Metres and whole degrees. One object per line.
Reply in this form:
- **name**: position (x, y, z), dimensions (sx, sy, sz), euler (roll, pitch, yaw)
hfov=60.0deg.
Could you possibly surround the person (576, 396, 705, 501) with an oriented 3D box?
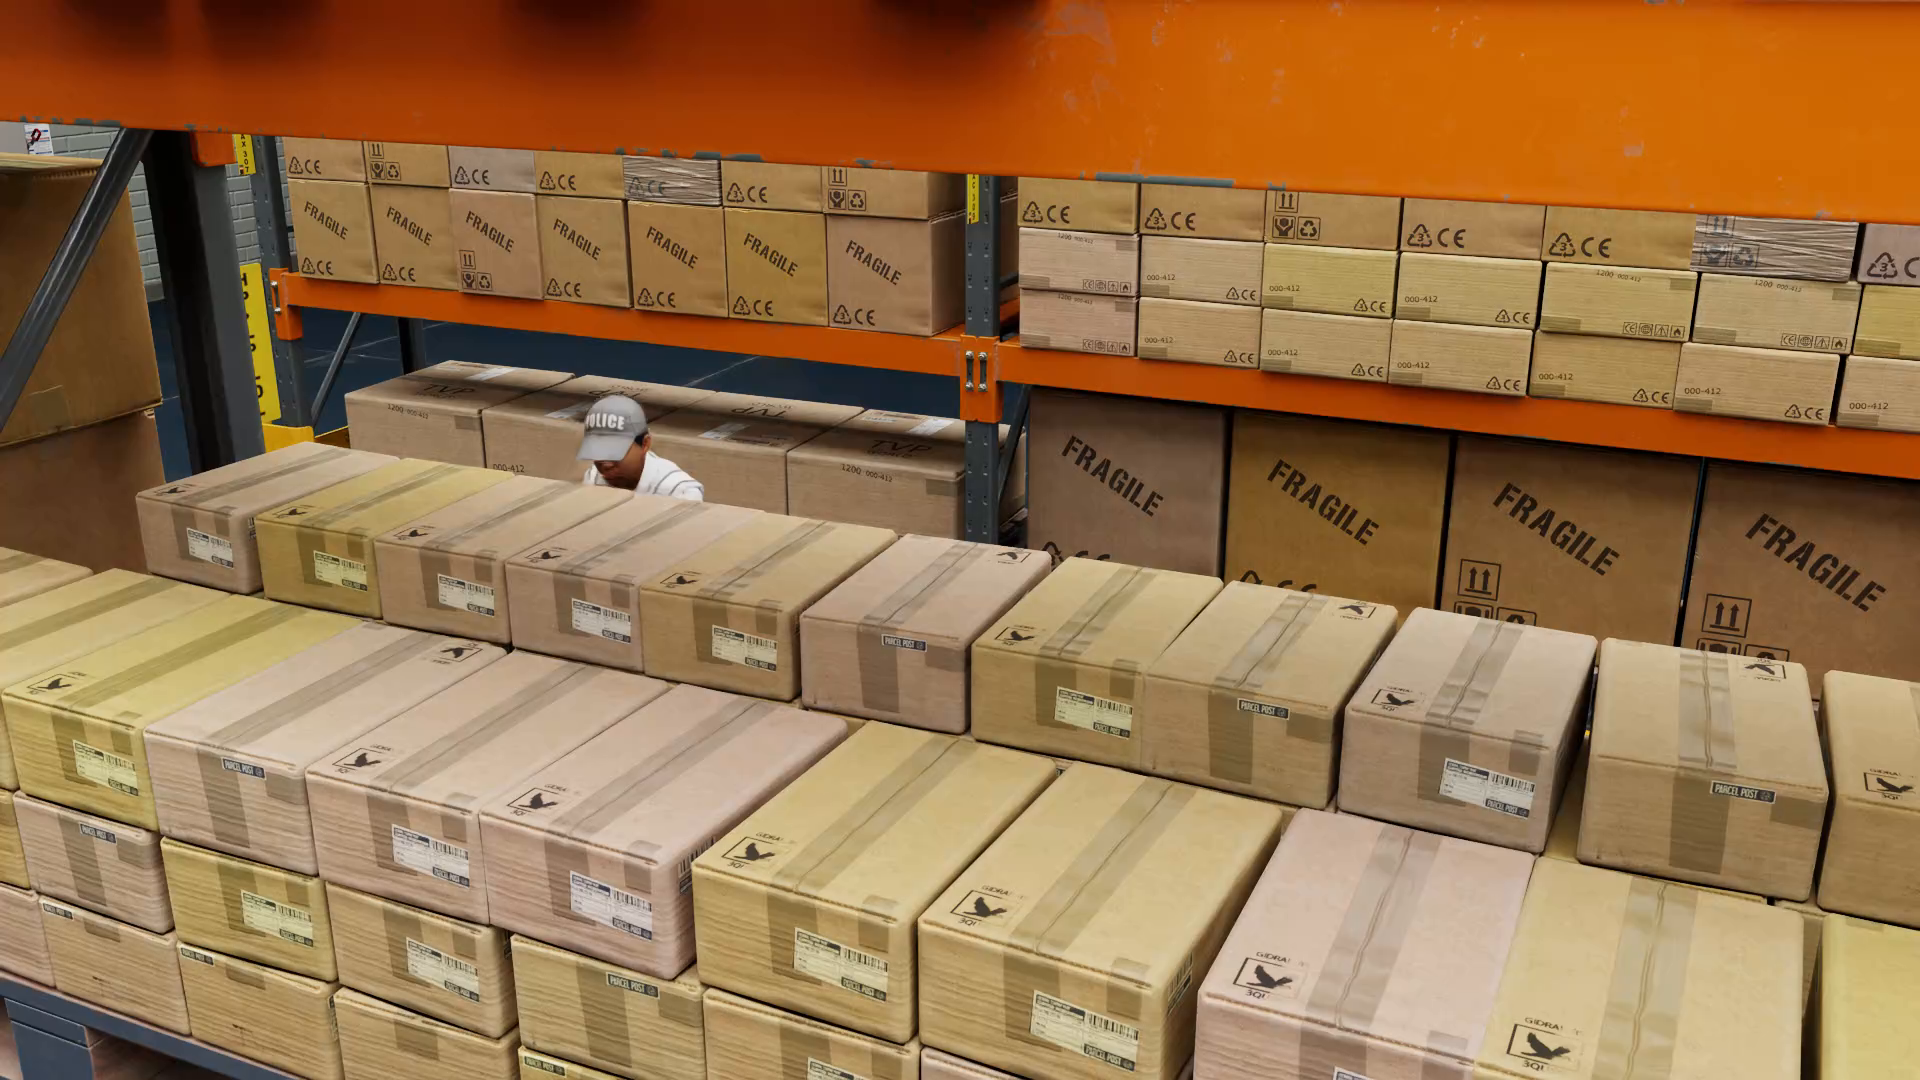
- **person**: position (-0.980, 0.307, 5.257), dimensions (0.452, 1.623, 0.593), euler (8, 21, 22)
